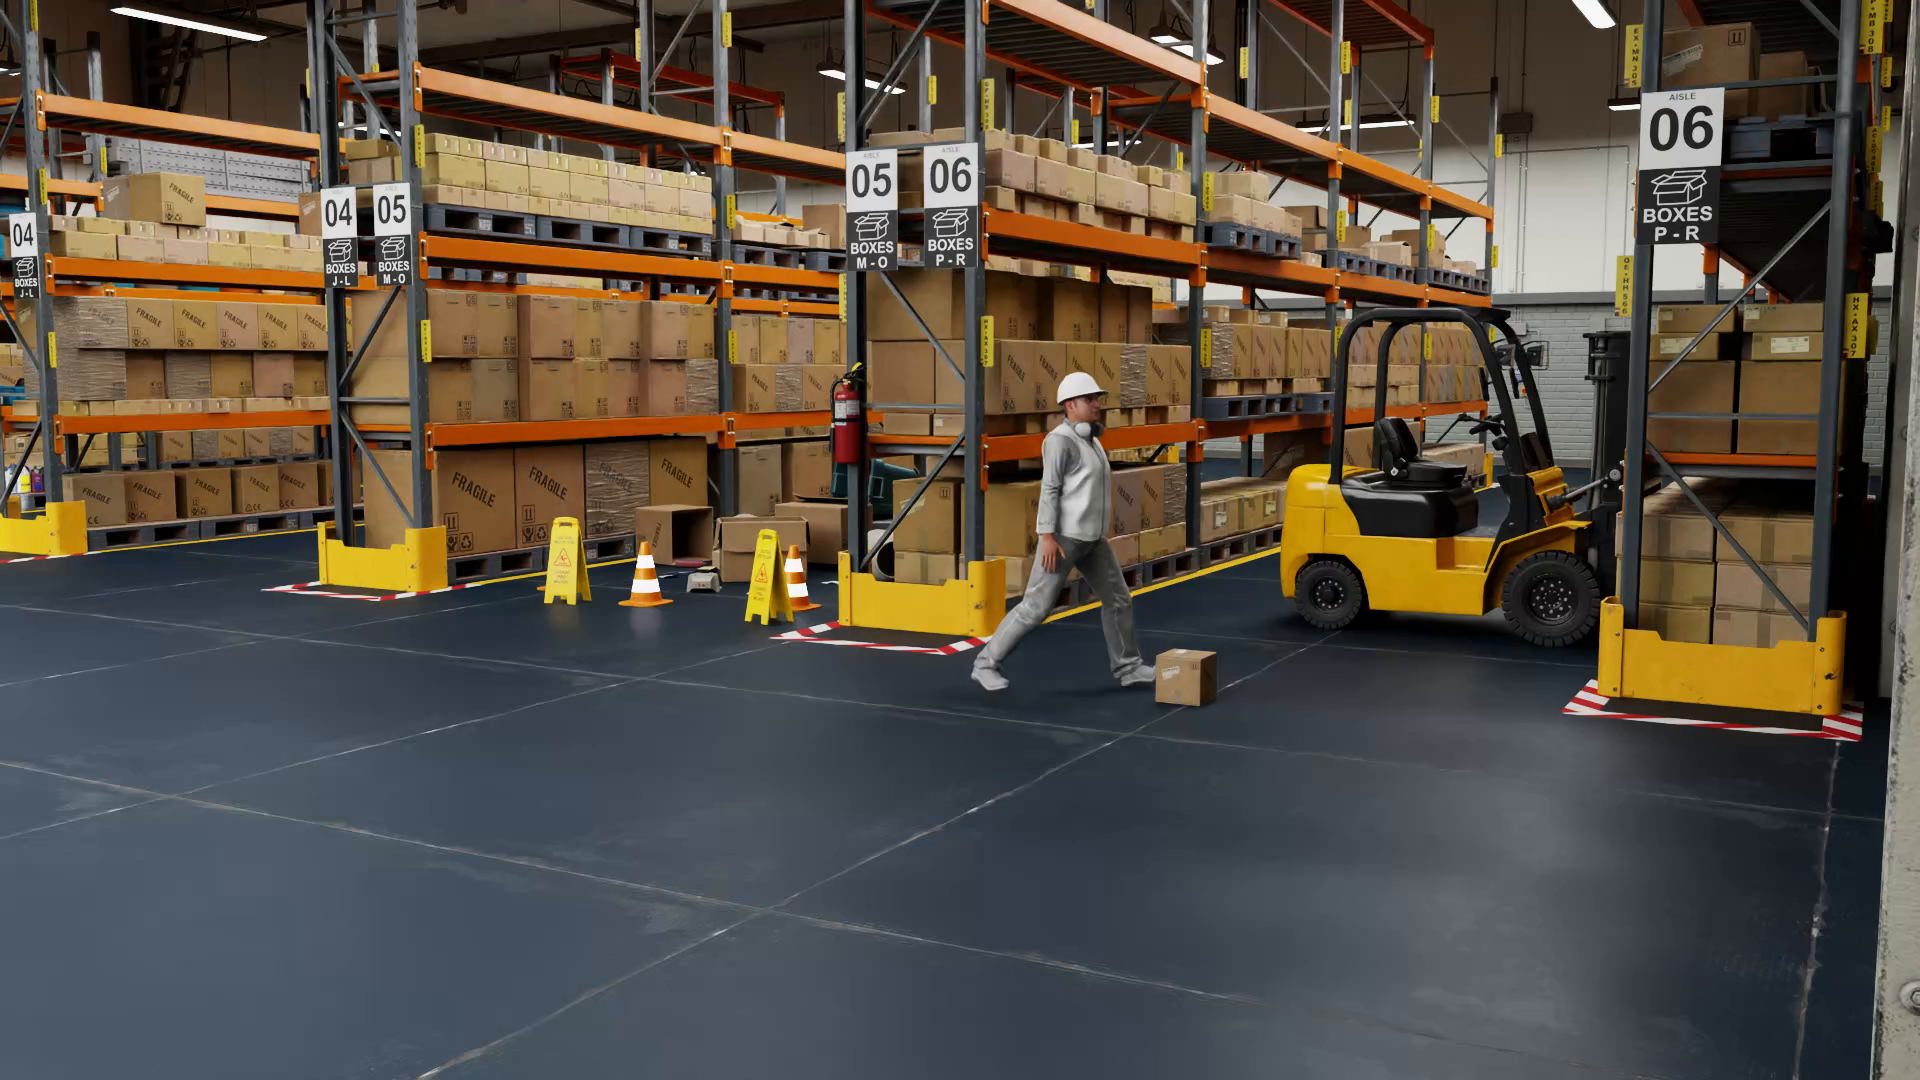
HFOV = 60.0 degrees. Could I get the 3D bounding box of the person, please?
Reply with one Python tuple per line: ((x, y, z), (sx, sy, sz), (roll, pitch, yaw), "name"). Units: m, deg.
((0.594, -0.027, 8.920), (0.871, 1.737, 0.892), (3, 7, 29), "person")
